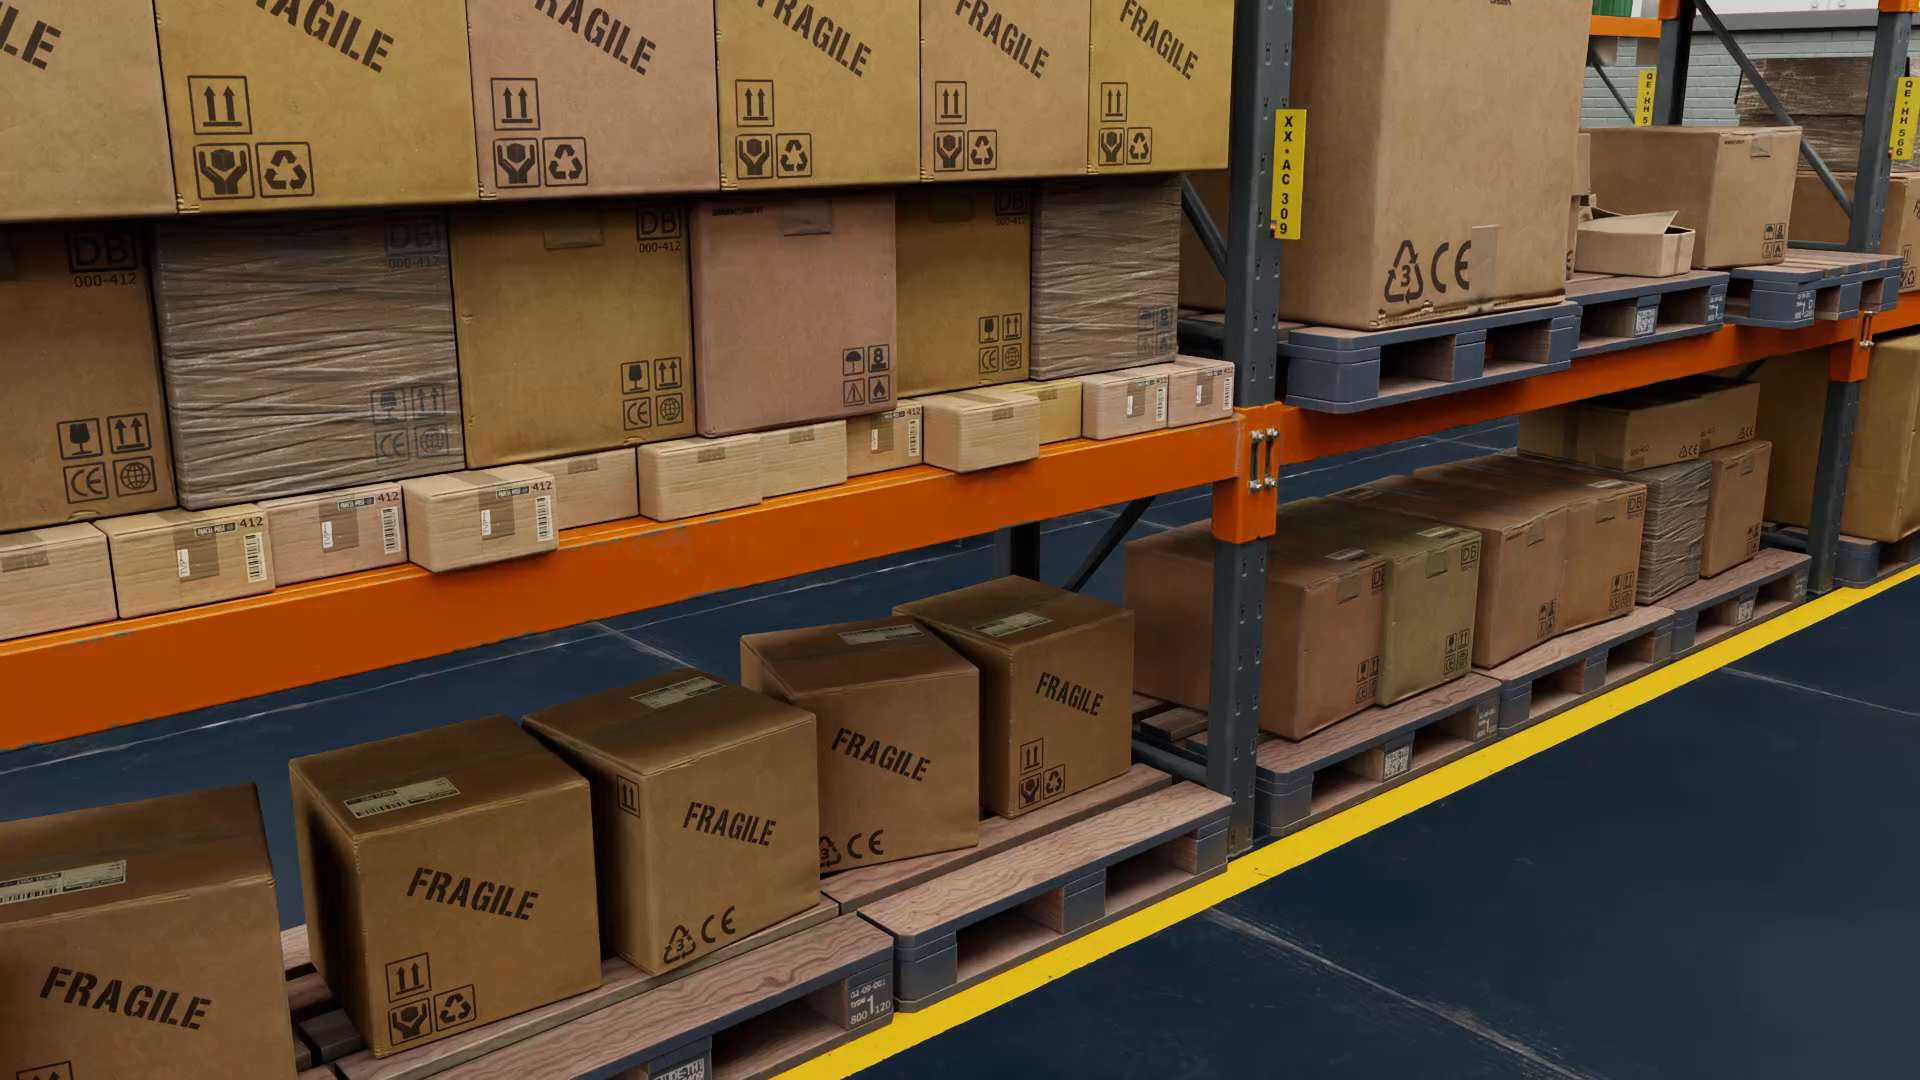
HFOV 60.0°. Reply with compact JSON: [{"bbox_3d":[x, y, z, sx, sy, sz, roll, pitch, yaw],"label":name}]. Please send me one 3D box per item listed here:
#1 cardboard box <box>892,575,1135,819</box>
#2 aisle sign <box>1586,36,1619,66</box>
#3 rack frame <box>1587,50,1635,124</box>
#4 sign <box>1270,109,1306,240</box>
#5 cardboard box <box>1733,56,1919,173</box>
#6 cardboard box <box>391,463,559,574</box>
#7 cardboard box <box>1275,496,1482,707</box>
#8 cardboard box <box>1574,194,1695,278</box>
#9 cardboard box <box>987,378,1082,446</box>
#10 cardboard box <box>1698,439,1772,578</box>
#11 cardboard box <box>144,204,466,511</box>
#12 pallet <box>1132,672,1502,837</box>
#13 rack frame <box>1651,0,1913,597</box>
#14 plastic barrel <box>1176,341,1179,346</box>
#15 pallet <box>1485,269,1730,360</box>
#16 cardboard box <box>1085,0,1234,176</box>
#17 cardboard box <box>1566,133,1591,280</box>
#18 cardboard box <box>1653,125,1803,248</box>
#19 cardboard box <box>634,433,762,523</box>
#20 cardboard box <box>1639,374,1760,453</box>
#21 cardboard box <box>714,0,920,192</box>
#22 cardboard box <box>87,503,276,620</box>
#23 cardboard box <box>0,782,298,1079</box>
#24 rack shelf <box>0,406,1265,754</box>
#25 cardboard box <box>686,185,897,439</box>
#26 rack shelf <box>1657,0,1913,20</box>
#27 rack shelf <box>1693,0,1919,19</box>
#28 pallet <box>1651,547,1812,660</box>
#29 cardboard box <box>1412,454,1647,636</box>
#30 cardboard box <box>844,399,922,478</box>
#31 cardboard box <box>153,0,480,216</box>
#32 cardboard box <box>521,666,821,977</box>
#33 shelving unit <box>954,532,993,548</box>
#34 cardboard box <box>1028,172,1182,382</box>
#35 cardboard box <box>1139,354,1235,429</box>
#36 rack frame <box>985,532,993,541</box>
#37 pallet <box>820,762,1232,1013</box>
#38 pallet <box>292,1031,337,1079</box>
[{"bbox_3d":[0.153,0.436,4.834,0.500,0.500,0.500,-13,20,-41],"label":"cardboard box"},{"bbox_3d":[6.141,-4.951,15.937,0.004,0.787,0.394,-13,19,-39],"label":"aisle sign"},{"bbox_3d":[6.282,-3.625,16.010,0.127,3.000,1.000,-13,19,-39],"label":"rack frame"},{"bbox_3d":[0.843,-0.942,4.287,0.005,0.325,0.100,-13,19,-39],"label":"sign"},{"bbox_3d":[4.060,-1.960,7.636,0.637,0.503,0.797,-12,19,-38],"label":"cardboard box"},{"bbox_3d":[-0.970,-0.066,3.173,0.250,0.149,0.380,-13,19,-39],"label":"cardboard box"},{"bbox_3d":[1.330,0.190,5.718,0.500,0.500,0.700,-13,20,-40],"label":"cardboard box"},{"bbox_3d":[2.417,-1.109,6.035,0.258,0.266,0.396,-13,20,-41],"label":"cardboard box"},{"bbox_3d":[0.088,-0.342,4.205,0.250,0.149,0.380,-13,19,-39],"label":"cardboard box"},{"bbox_3d":[3.006,-0.193,7.153,0.500,0.500,0.700,-14,20,-42],"label":"cardboard box"},{"bbox_3d":[-1.400,-0.415,3.221,0.500,0.500,0.875,-13,19,-39],"label":"cardboard box"},{"bbox_3d":[1.067,0.587,5.644,1.213,0.211,1.003,-13,19,-39],"label":"pallet"},{"bbox_3d":[3.498,-1.306,7.326,0.127,3.000,1.000,-13,19,-39],"label":"rack frame"},{"bbox_3d":[1.457,-1.585,12.232,0.708,0.588,0.600,-13,19,-39],"label":"plastic barrel"},{"bbox_3d":[2.032,-0.870,6.066,1.213,0.211,1.003,-13,19,-39],"label":"pallet"},{"bbox_3d":[0.322,-1.174,4.123,0.500,0.500,0.500,-13,19,-39],"label":"cardboard box"},{"bbox_3d":[1.728,-1.193,5.889,0.637,0.503,0.797,-10,18,-34],"label":"cardboard box"},{"bbox_3d":[3.117,-1.458,6.888,0.500,0.500,0.500,13,20,40],"label":"cardboard box"},{"bbox_3d":[-0.630,-0.162,3.531,0.250,0.149,0.380,-13,19,-39],"label":"cardboard box"},{"bbox_3d":[3.012,-0.554,7.049,0.500,0.250,0.500,-12,19,-37],"label":"cardboard box"},{"bbox_3d":[-0.432,-1.004,3.489,0.500,0.500,0.500,-13,19,-39],"label":"cardboard box"},{"bbox_3d":[-1.398,0.003,2.912,0.250,0.149,0.380,-13,19,-39],"label":"cardboard box"},{"bbox_3d":[-1.626,0.844,3.309,0.500,0.500,0.500,-7,17,-25],"label":"cardboard box"},{"bbox_3d":[-1.028,0.058,3.614,4.000,0.370,1.077,-13,19,-39],"label":"rack shelf"},{"bbox_3d":[-0.611,-0.574,3.816,0.500,0.500,0.875,-13,19,-39],"label":"cardboard box"},{"bbox_3d":[1.989,-2.069,5.764,4.000,0.370,1.077,-13,19,-39],"label":"rack shelf"},{"bbox_3d":[5.007,-2.746,8.301,4.000,0.370,1.077,-13,19,-39],"label":"rack shelf"},{"bbox_3d":[2.908,0.173,7.192,1.213,0.211,1.003,-13,19,-39],"label":"pallet"},{"bbox_3d":[2.173,0.000,6.427,0.500,0.500,0.700,-11,18,-35],"label":"cardboard box"},{"bbox_3d":[-0.302,-0.261,3.903,0.250,0.149,0.380,-13,19,-39],"label":"cardboard box"},{"bbox_3d":[-1.185,-0.834,2.853,0.500,0.500,0.500,-13,19,-39],"label":"cardboard box"},{"bbox_3d":[-0.691,0.655,4.014,0.500,0.500,0.500,14,20,42],"label":"cardboard box"},{"bbox_3d":[0.006,-0.436,8.139,0.210,0.900,0.258,-13,19,-39],"label":"shelving unit"},{"bbox_3d":[0.100,-0.756,4.498,0.500,0.500,0.875,-13,19,-39],"label":"cardboard box"},{"bbox_3d":[0.511,-0.413,4.471,0.250,0.149,0.380,-13,19,-39],"label":"cardboard box"},{"bbox_3d":[0.083,-0.453,8.203,0.006,0.900,0.240,-13,19,-39],"label":"rack frame"},{"bbox_3d":[-0.003,0.840,4.698,1.213,0.211,1.003,-13,19,-39],"label":"pallet"},{"bbox_3d":[-1.844,1.253,3.150,1.213,0.211,1.003,-13,19,-39],"label":"pallet"}]
